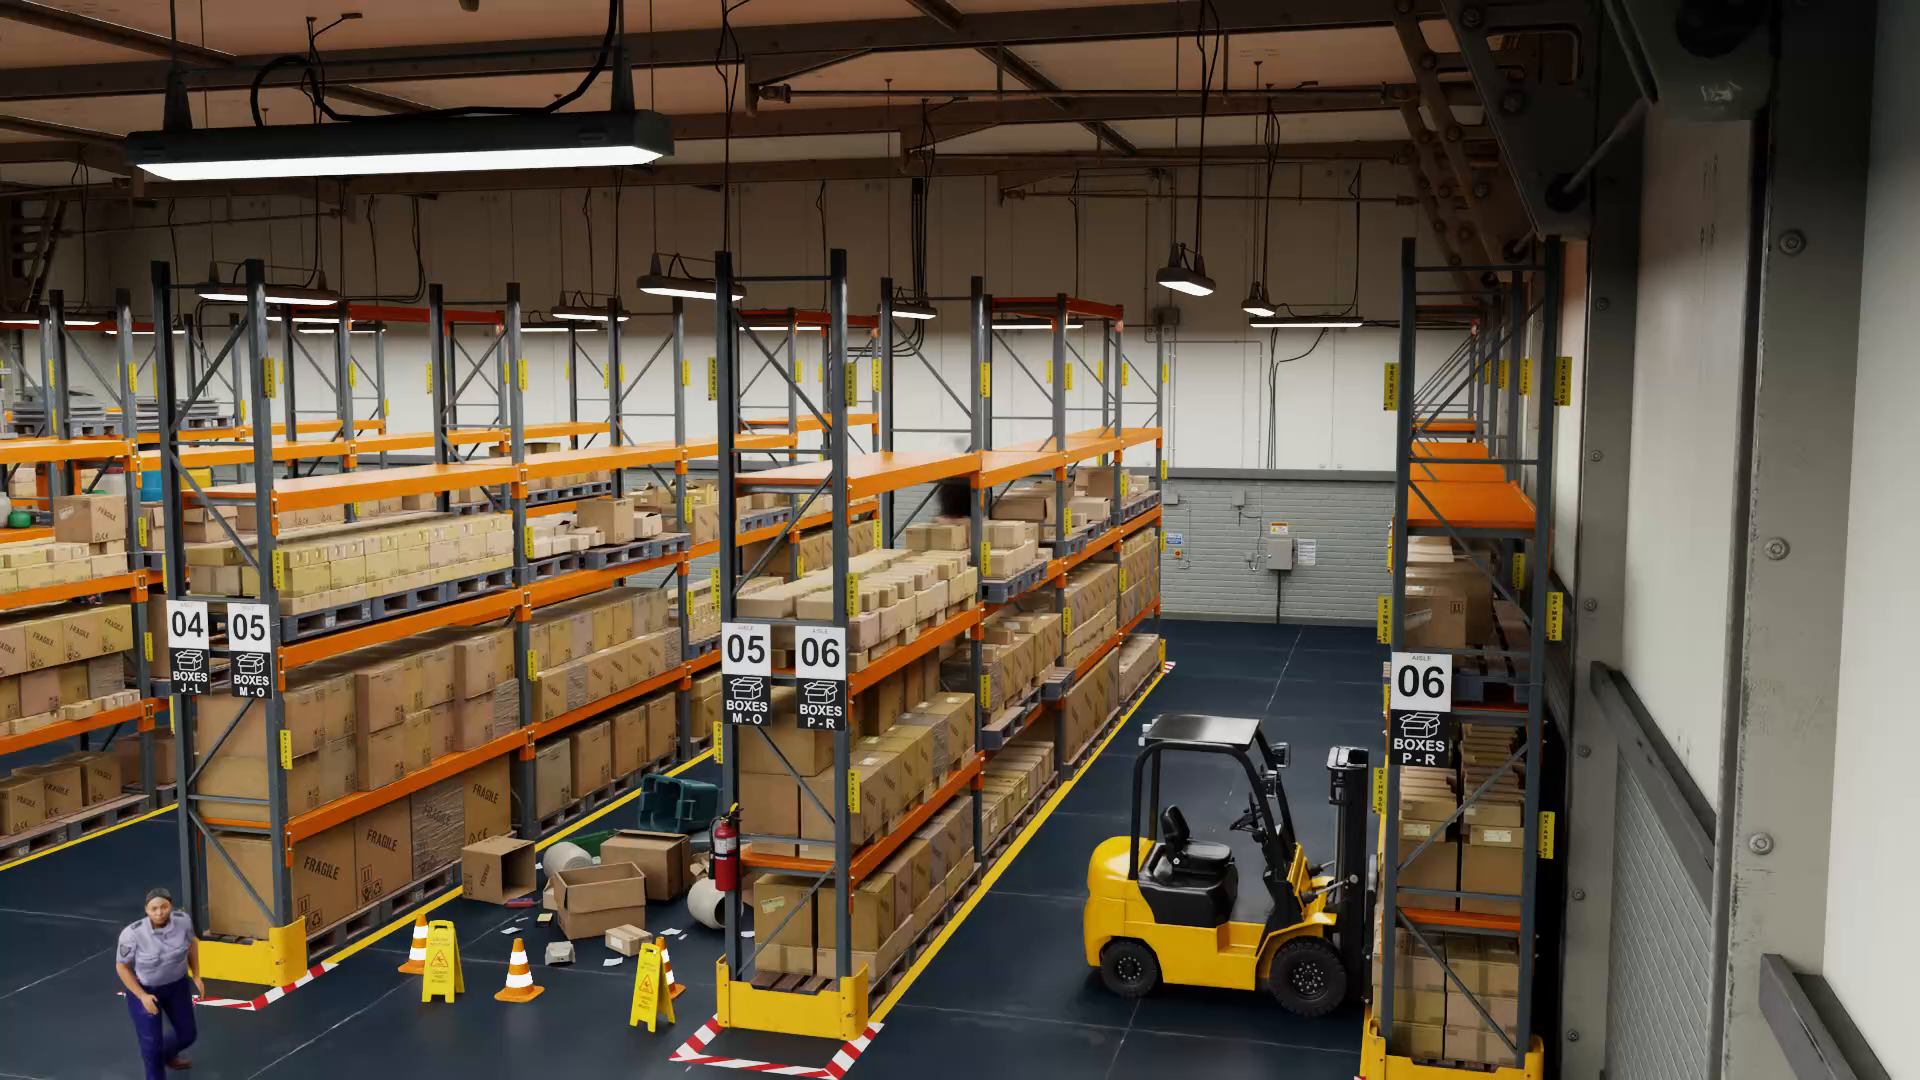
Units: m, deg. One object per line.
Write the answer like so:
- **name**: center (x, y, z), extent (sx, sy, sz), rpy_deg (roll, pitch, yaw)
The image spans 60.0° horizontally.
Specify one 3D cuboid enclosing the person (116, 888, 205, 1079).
- **person**: center (-5.643, 3.154, 11.688), extent (0.675, 1.572, 0.591), rpy_deg (6, 8, 43)
